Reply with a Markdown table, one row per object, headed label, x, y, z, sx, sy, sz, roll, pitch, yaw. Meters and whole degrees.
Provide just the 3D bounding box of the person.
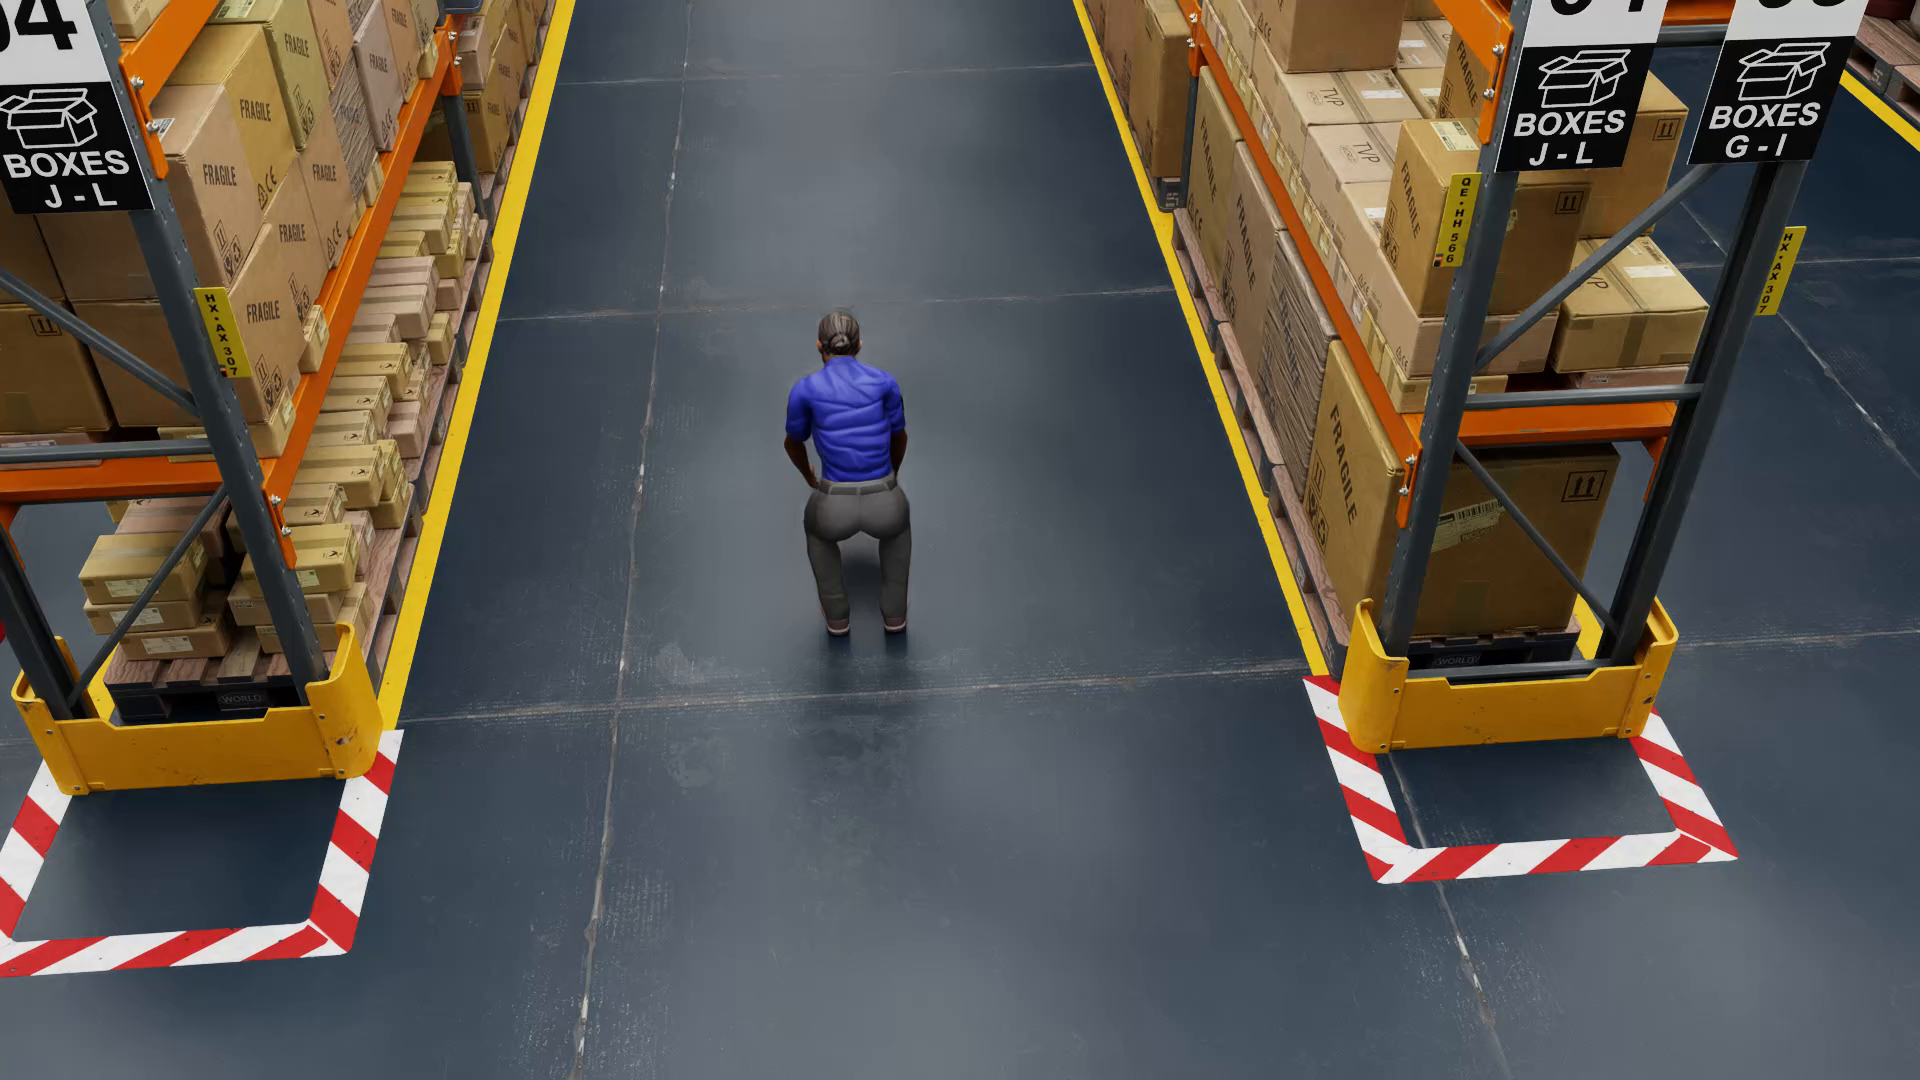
| label | x | y | z | sx | sy | sz | roll | pitch | yaw |
| --- | --- | --- | --- | --- | --- | --- | --- | --- | --- |
| person | -0.450 | -0.220 | 6.711 | 0.498 | 1.308 | 0.668 | -3 | 39 | -4 |
